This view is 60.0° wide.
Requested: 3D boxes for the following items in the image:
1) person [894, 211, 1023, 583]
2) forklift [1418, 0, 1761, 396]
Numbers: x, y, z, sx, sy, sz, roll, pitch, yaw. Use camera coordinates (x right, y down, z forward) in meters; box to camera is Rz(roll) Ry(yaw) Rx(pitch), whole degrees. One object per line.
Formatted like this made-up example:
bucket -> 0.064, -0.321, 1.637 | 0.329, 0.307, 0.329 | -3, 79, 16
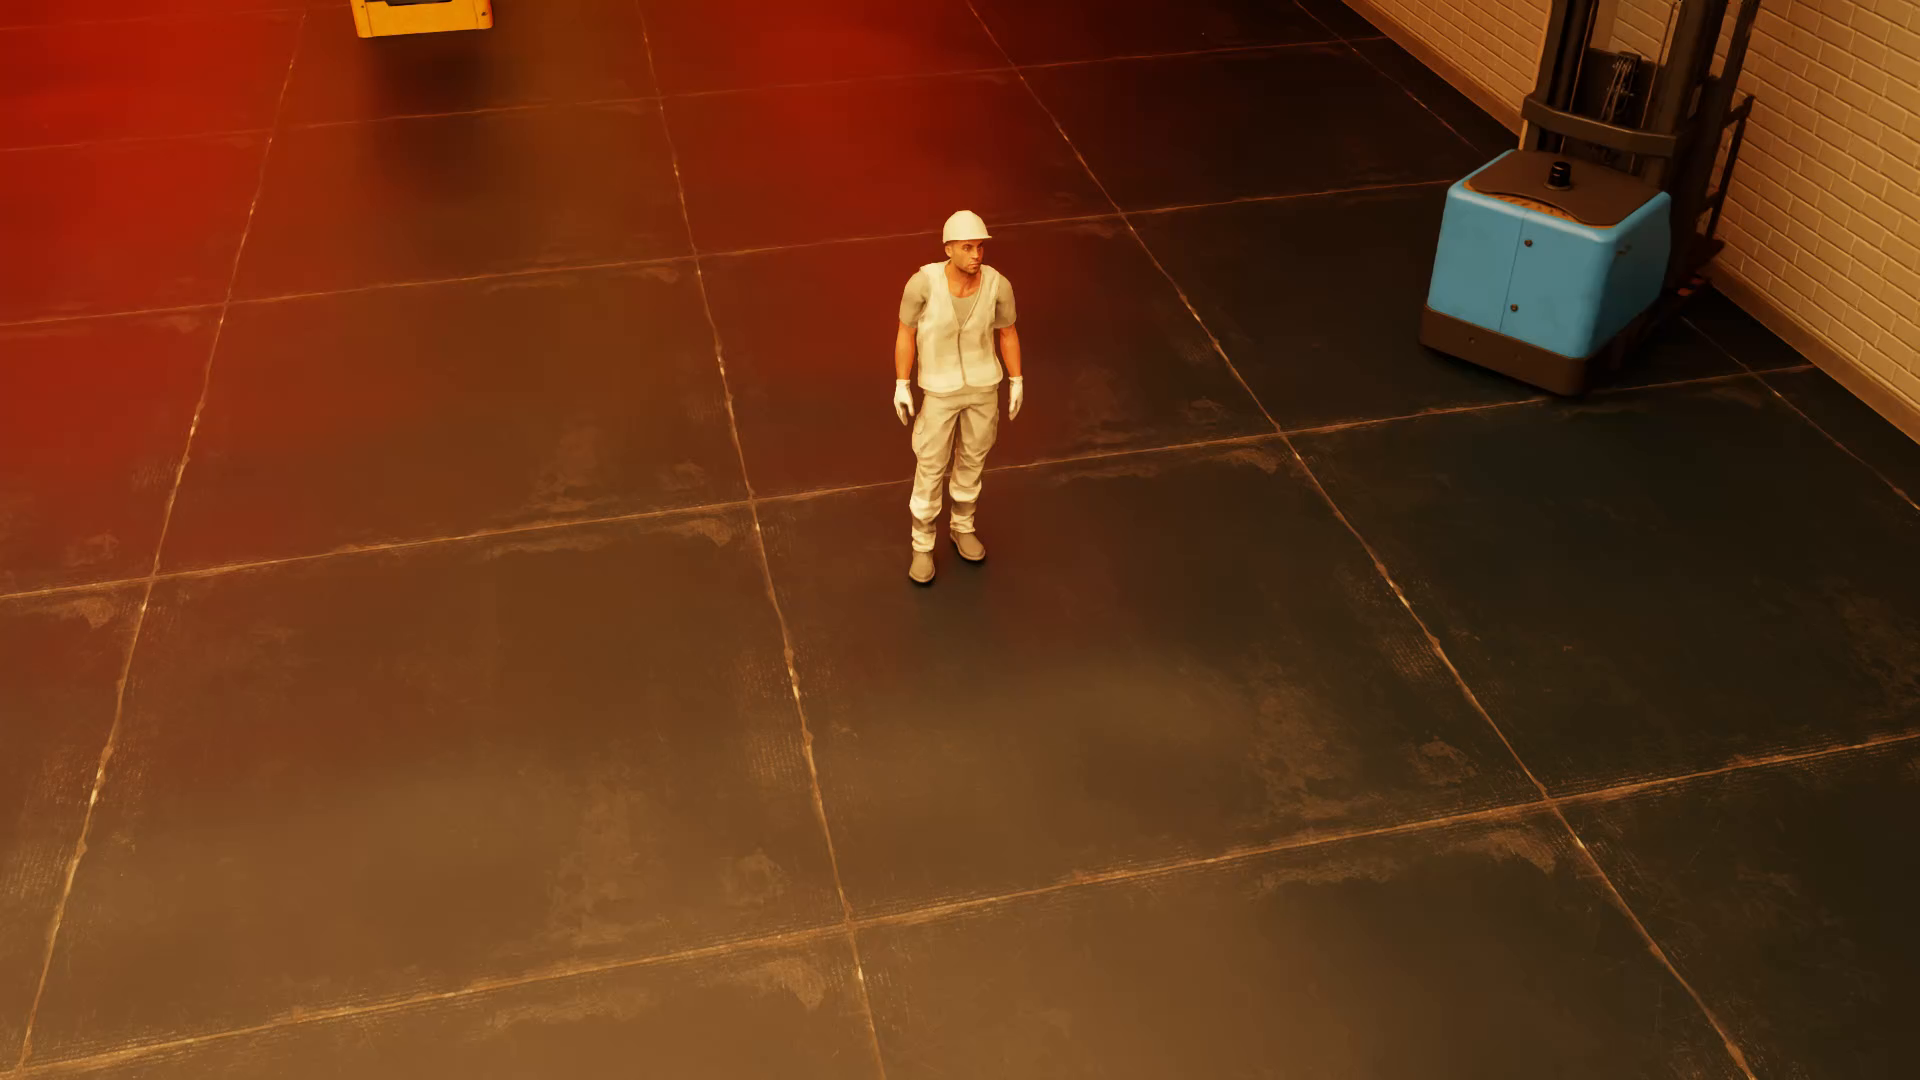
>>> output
person -> 0.006, -0.685, 7.967 | 0.637, 1.787, 0.564 | -8, 36, -11
forklift -> 4.153, -2.798, 9.938 | 1.130, 2.935, 3.031 | 28, 44, 33
